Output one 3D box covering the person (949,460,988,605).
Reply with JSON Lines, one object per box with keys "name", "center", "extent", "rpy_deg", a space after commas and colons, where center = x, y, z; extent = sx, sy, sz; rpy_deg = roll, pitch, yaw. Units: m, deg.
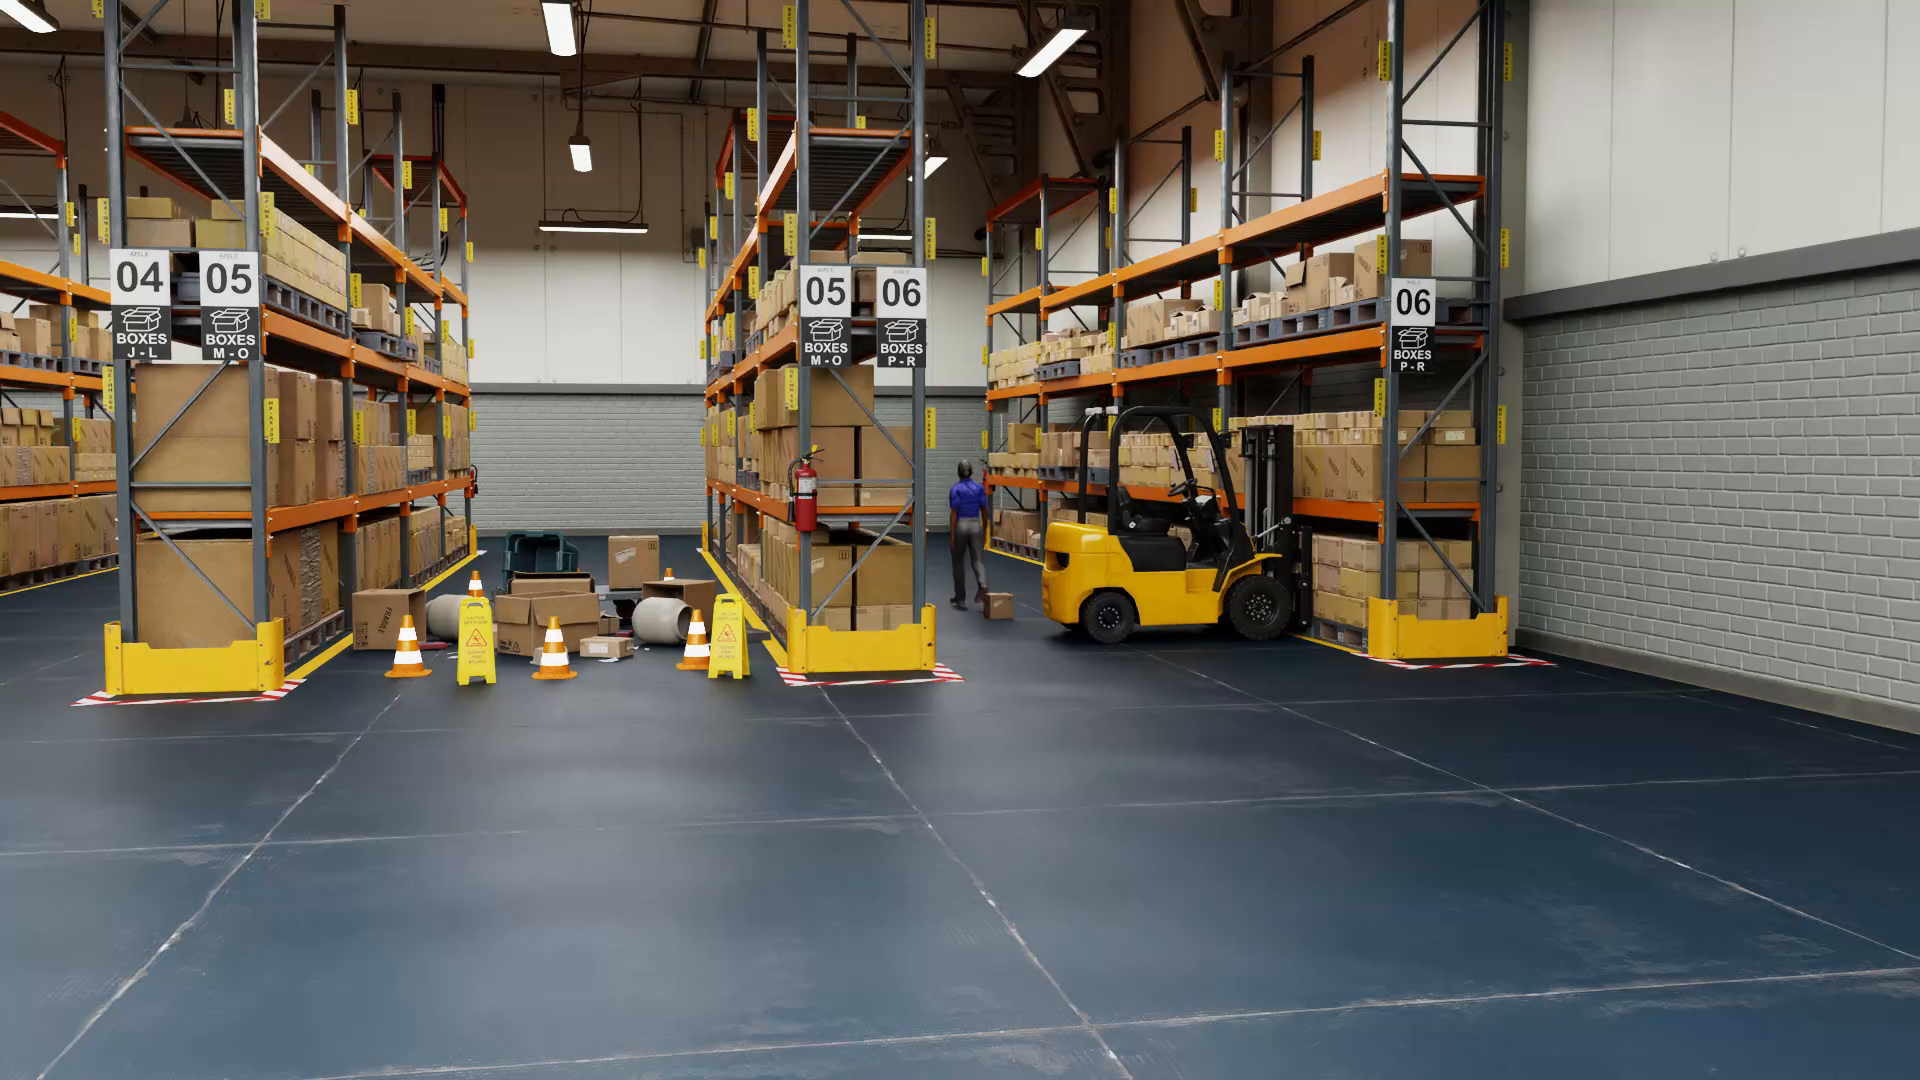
{"name": "person", "center": [0.112, -0.077, 18.470], "extent": [0.459, 1.617, 0.877], "rpy_deg": [-1, 3, -15]}
